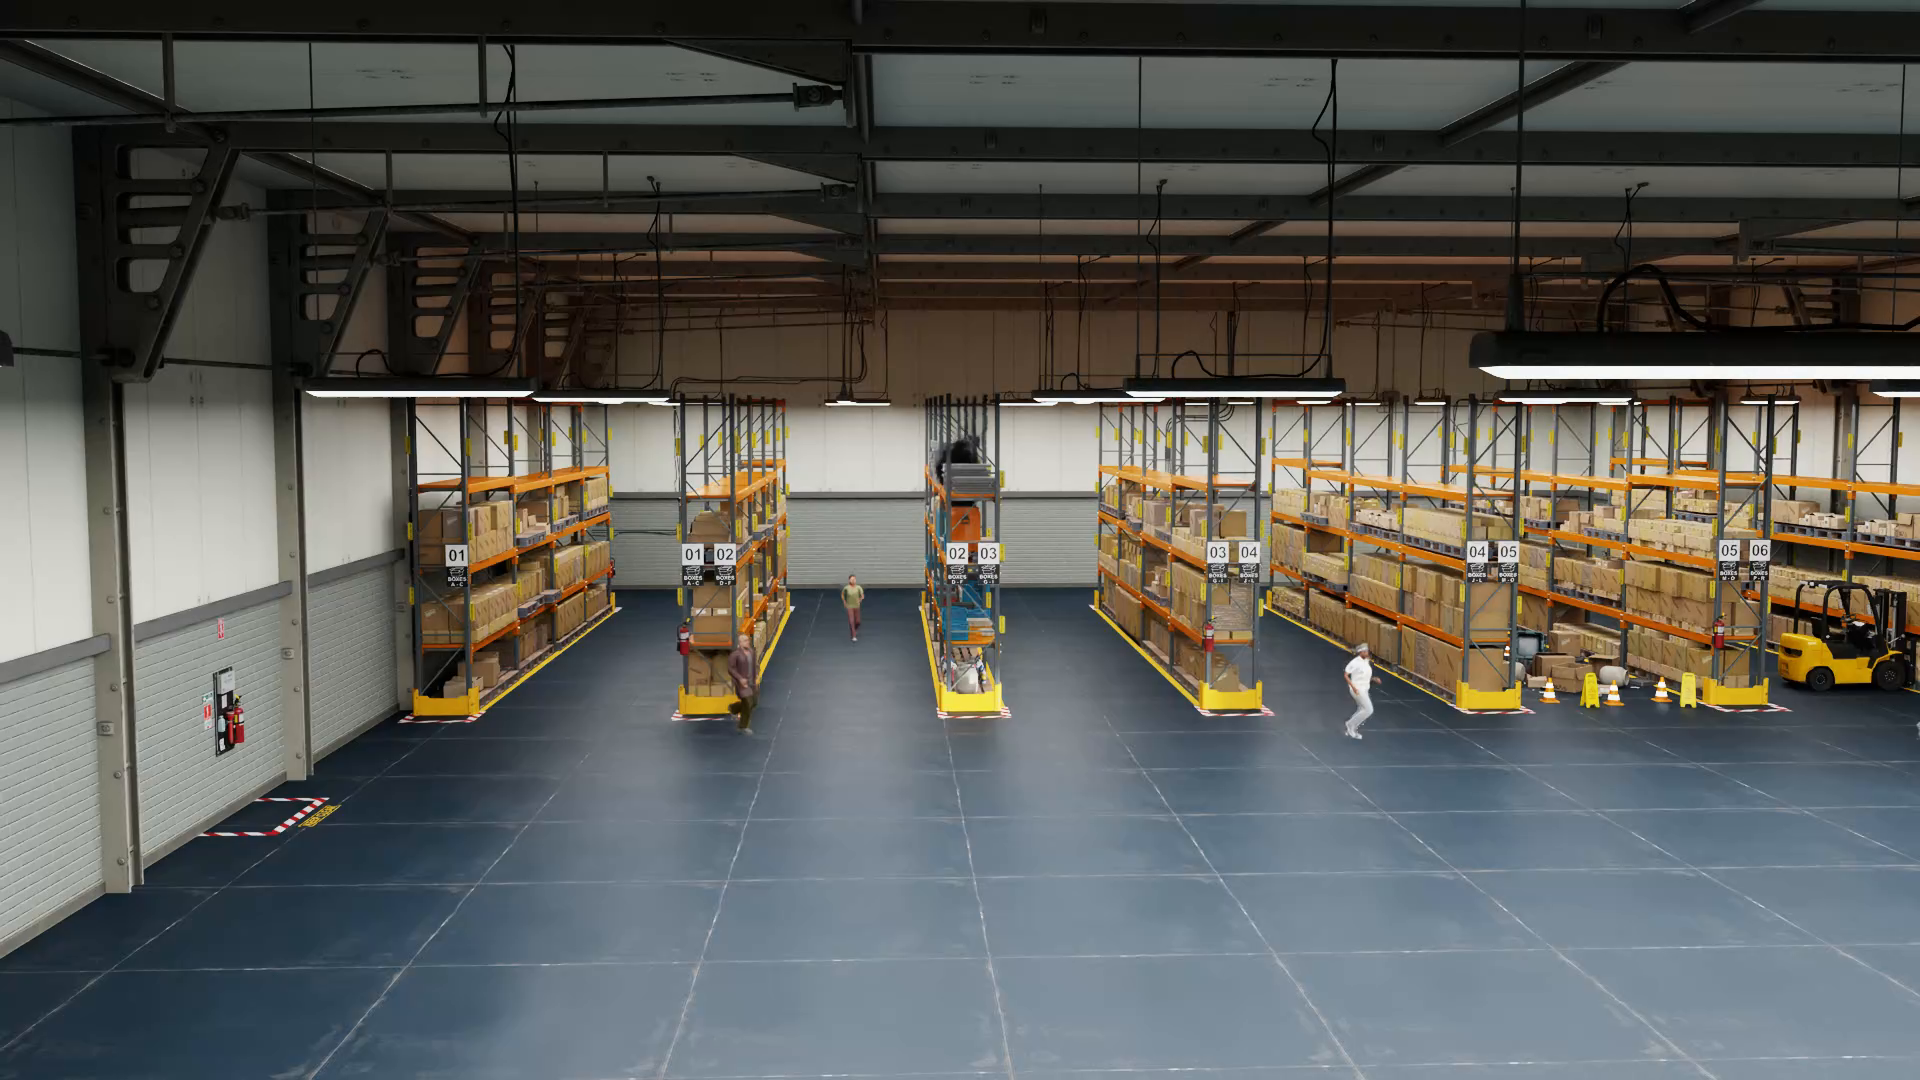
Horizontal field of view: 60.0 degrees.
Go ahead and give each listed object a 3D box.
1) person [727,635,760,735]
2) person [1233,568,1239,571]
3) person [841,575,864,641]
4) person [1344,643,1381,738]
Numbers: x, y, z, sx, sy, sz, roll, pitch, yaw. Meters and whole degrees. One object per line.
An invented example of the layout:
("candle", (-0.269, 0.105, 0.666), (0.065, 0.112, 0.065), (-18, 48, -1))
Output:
("person", (-3.872, 2.541, 29.390), (0.707, 1.761, 0.706), (3, 6, 36))
("person", (7.692, 1.275, 45.304), (0.669, 1.758, 0.669), (0, 5, 6))
("person", (-2.651, 1.665, 41.058), (0.572, 1.626, 0.604), (-1, 5, -9))
("person", (6.998, 2.608, 28.845), (0.582, 1.667, 0.560), (3, 6, 37))
